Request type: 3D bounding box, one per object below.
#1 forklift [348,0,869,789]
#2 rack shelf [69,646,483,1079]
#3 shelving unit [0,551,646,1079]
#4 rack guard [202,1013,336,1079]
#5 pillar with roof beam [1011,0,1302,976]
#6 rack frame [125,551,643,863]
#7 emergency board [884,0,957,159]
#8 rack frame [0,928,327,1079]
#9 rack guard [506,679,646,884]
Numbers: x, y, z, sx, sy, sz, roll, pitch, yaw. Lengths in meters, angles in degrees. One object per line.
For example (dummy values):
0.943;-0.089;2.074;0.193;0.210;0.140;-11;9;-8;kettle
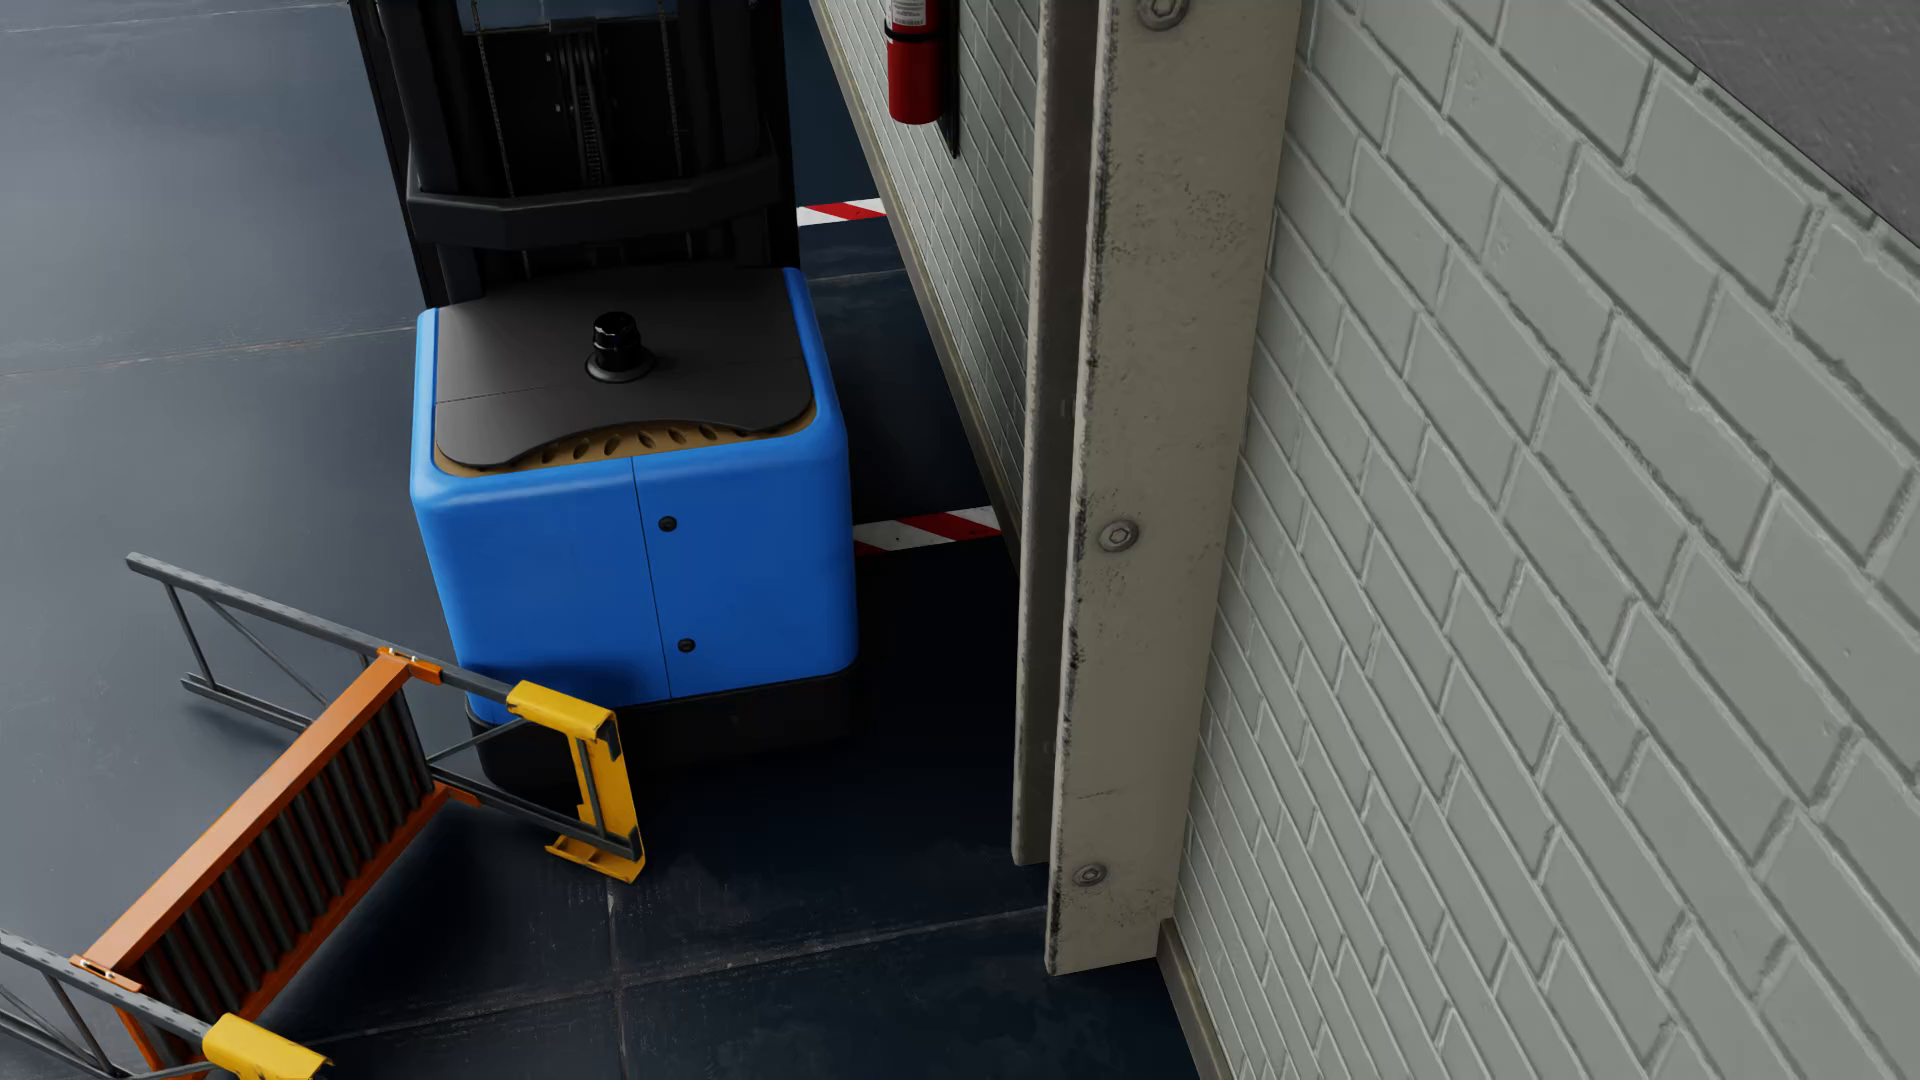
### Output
-1.068;-1.425;4.647;1.130;2.935;3.031;-8;42;-9;forklift
-1.547;0.781;3.907;0.185;0.538;1.000;16;44;18;rack shelf
-1.715;0.739;3.957;1.500;0.587;1.083;16;44;18;shelving unit
-1.349;1.207;3.422;0.250;0.587;0.087;16;44;18;rack guard
-3.878;-1.836;0.539;9.100;9.000;0.400;-8;42;-9;pillar with roof beam
-1.502;0.425;4.310;1.500;0.500;0.032;16;44;18;rack frame
-0.171;-1.816;5.037;0.194;1.169;0.643;-8;42;-9;emergency board
-1.920;1.041;3.617;1.500;0.500;0.032;16;44;18;rack frame
-0.940;0.604;4.102;0.250;0.587;0.087;16;44;18;rack guard
